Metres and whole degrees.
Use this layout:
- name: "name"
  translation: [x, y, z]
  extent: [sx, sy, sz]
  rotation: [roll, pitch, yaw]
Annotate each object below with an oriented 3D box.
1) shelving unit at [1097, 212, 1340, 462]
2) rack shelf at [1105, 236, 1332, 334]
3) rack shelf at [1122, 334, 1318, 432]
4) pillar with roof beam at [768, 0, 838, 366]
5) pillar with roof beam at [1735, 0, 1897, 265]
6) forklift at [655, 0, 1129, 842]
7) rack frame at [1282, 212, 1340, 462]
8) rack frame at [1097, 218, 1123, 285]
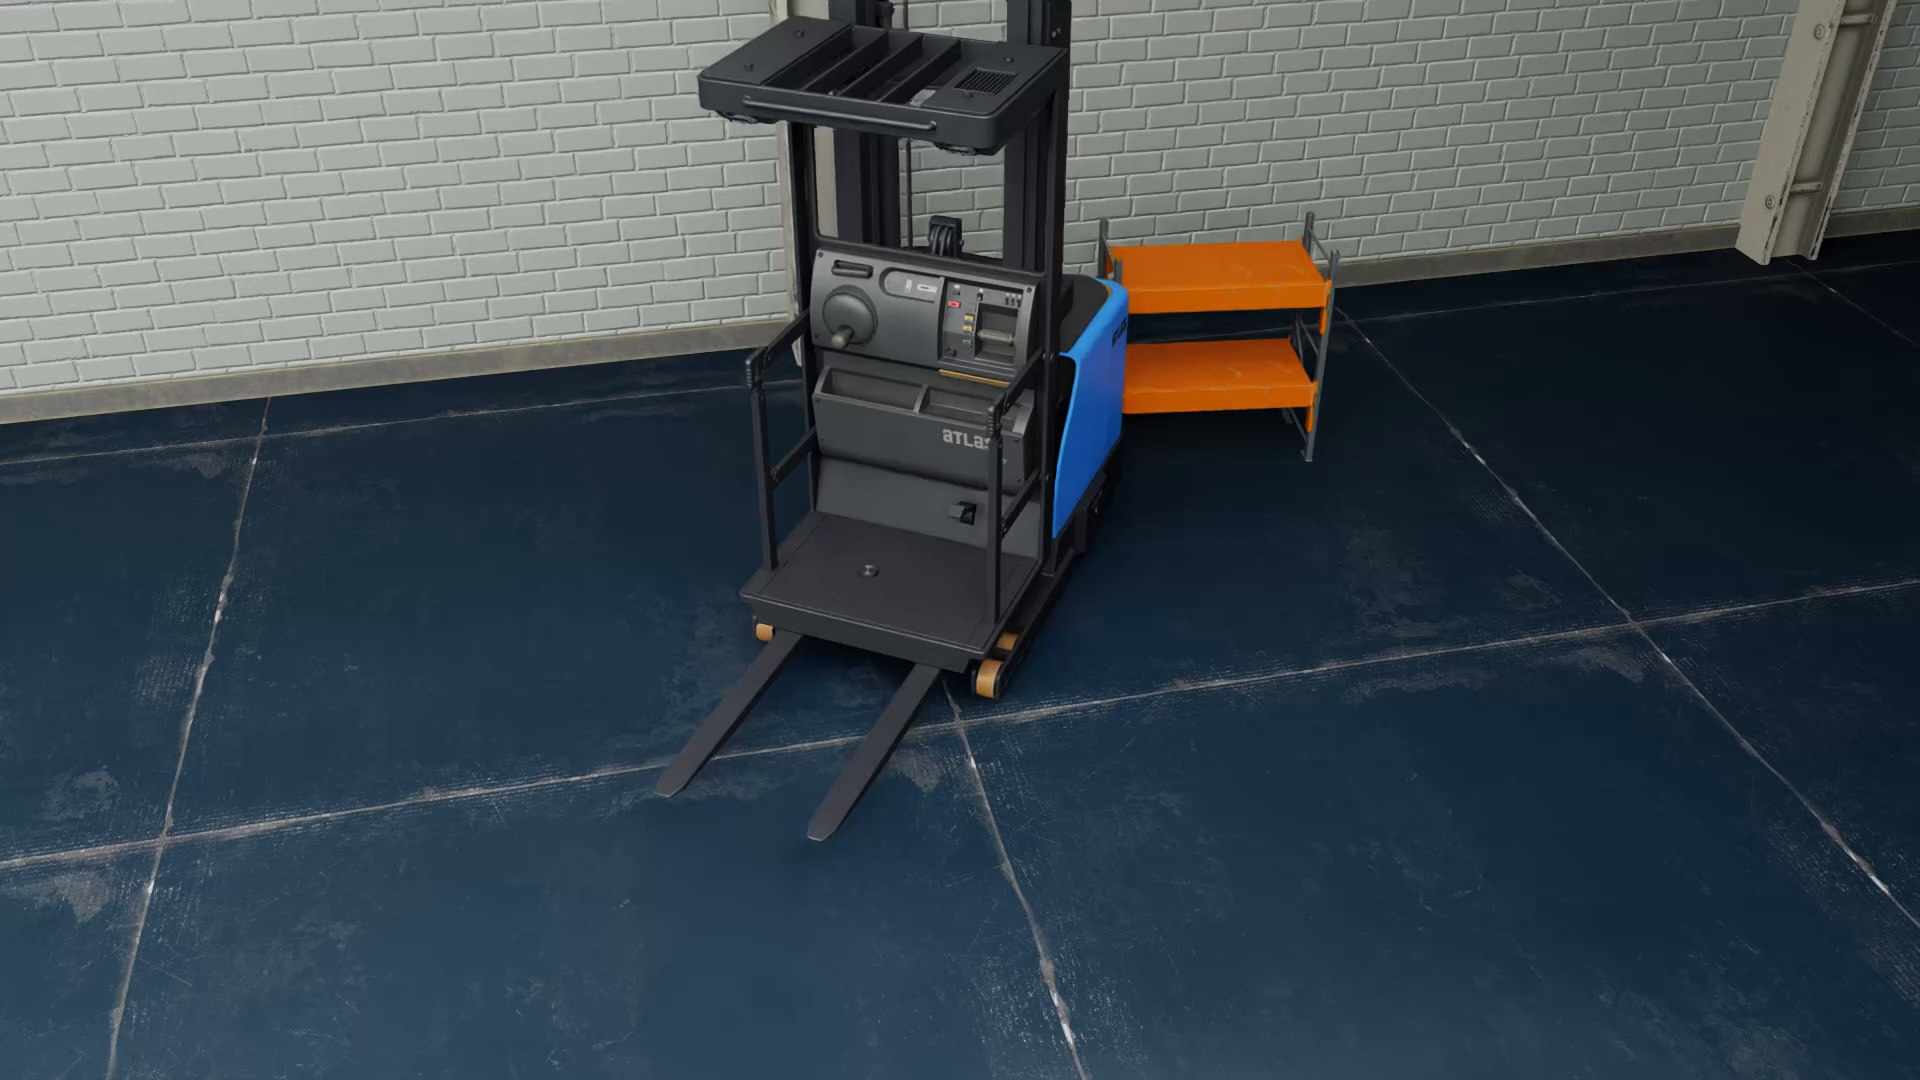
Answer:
- name: "shelving unit"
  translation: [1.221, -0.975, 8.193]
  extent: [1.048, 1.125, 0.538]
  rotation: [-3, 34, -4]
- name: "rack shelf"
  translation: [1.221, -1.218, 8.030]
  extent: [1.000, 0.278, 0.538]
  rotation: [-3, 34, -4]
- name: "rack shelf"
  translation: [1.221, -0.772, 8.330]
  extent: [1.000, 0.278, 0.538]
  rotation: [-3, 34, -4]
- name: "pillar with roof beam"
  translation: [0.213, -2.468, 3.352]
  extent: [0.400, 9.000, 9.100]
  rotation: [-7, 35, -11]
- name: "pillar with roof beam"
  translation: [6.065, -3.205, 4.451]
  extent: [0.400, 9.000, 9.100]
  rotation: [-7, 35, -11]
- name: "forklift"
  translation: [-0.230, -0.835, 6.365]
  extent: [1.130, 2.935, 3.031]
  rotation: [12, 36, 18]
- name: "rack frame"
  translation: [1.727, -0.998, 8.228]
  extent: [0.032, 1.125, 0.500]
  rotation: [-3, 34, -4]
- name: "rack frame"
  translation: [0.714, -0.952, 8.159]
  extent: [0.032, 1.125, 0.500]
  rotation: [-3, 34, -4]
